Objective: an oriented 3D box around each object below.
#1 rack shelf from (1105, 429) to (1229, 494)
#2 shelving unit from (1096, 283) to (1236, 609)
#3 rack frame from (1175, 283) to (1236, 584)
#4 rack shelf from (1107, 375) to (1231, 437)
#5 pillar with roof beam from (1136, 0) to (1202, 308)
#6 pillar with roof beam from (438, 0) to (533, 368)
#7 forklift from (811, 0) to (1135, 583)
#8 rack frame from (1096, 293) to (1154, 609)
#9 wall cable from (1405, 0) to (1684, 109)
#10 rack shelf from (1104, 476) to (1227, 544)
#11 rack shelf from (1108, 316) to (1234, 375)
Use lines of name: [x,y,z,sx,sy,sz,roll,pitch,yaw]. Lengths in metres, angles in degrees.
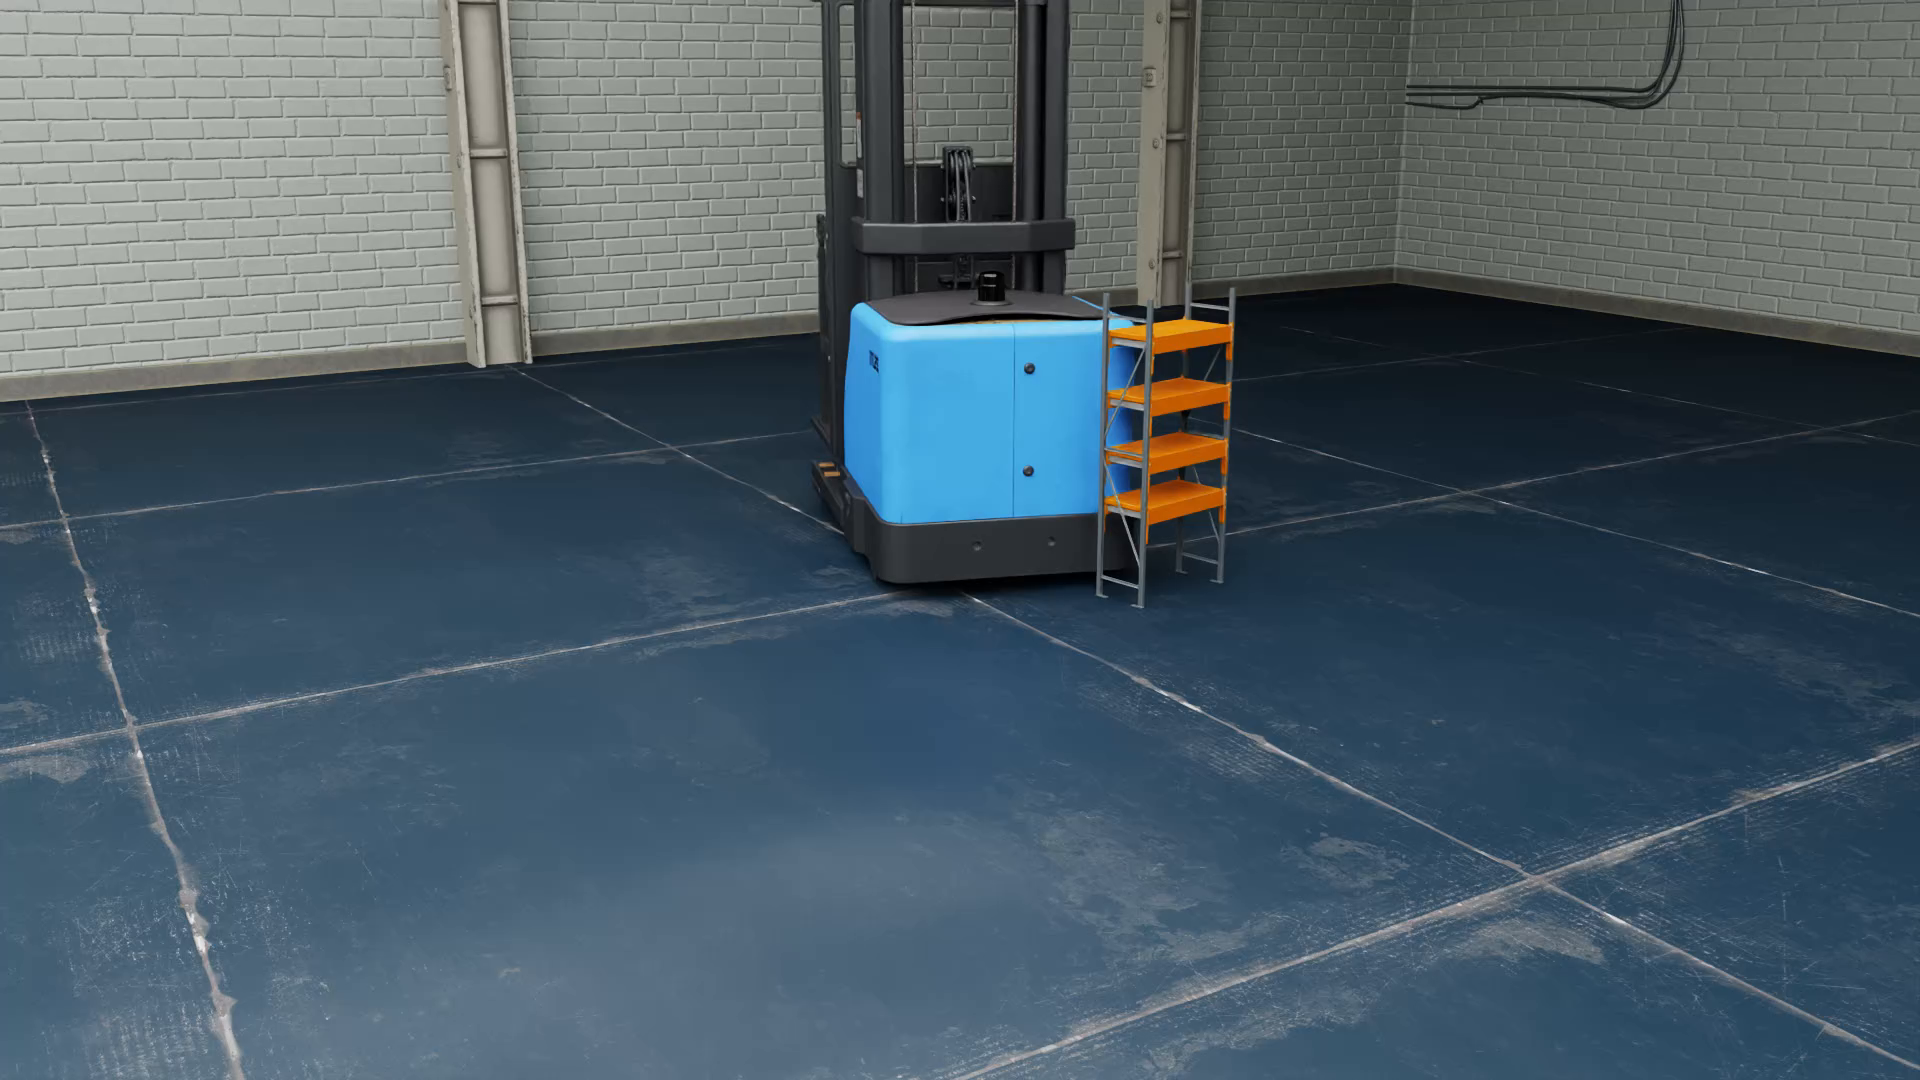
rack shelf: [0.807,-0.313,6.554,0.480,0.148,0.258,-14,21,-41]
shelving unit: [0.807,-0.378,6.536,0.503,1.200,0.258,-14,21,-41]
rack frame: [0.986,-0.423,6.696,0.015,1.200,0.240,-14,21,-41]
rack shelf: [0.807,-0.529,6.493,0.480,0.148,0.258,-14,21,-41]
pillar with roof beam: [4.045,-5.453,10.189,0.400,9.000,9.100,-9,18,-30]
pillar with roof beam: [-1.098,-4.619,7.214,0.400,9.000,9.100,-9,18,-30]
forklift: [-0.113,-1.595,7.668,1.130,2.935,3.031,-3,16,-12]
rack frame: [0.629,-0.333,6.376,0.015,1.200,0.240,-14,21,-41]
wall cable: [5.035,-5.057,14.531,0.112,2.526,3.097,-9,18,-30]
rack shelf: [0.807,-0.122,6.607,0.480,0.148,0.258,-14,21,-41]
rack shelf: [0.807,-0.756,6.430,0.480,0.148,0.258,-14,21,-41]
